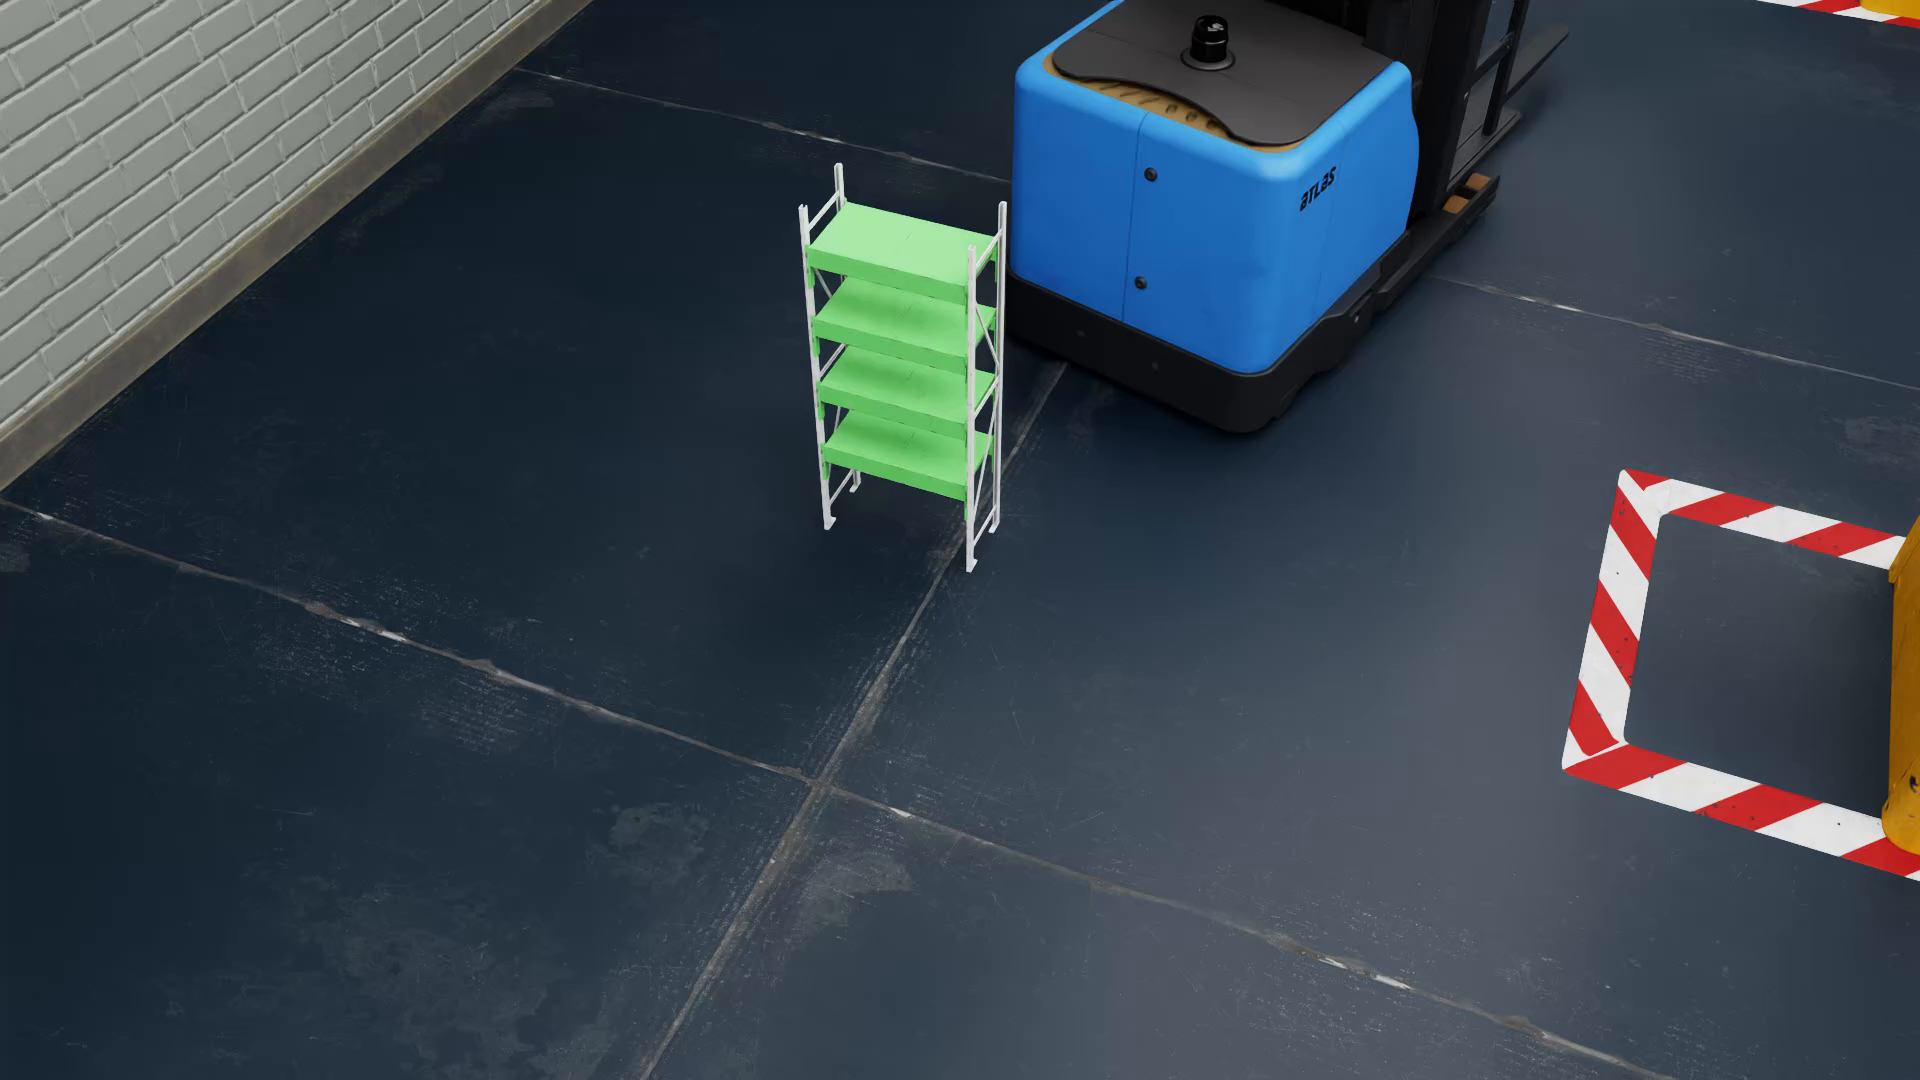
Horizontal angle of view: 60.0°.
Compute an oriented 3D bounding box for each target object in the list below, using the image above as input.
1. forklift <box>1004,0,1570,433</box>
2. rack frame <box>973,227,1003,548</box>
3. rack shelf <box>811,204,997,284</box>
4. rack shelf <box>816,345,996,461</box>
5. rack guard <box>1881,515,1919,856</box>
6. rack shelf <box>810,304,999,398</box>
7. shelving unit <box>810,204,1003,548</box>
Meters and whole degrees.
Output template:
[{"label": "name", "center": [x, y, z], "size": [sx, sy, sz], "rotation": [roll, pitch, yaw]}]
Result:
[{"label": "forklift", "center": [1.447, -2.387, 5.571], "size": [1.130, 2.935, 3.031], "rotation": [28, 51, 25]}, {"label": "rack frame", "center": [0.073, -0.405, 4.806], "size": [0.006, 1.046, 0.228], "rotation": [16, 47, 16]}, {"label": "rack shelf", "center": [-0.153, -0.803, 4.541], "size": [0.457, 0.021, 0.221], "rotation": [16, 47, 16]}, {"label": "rack shelf", "center": [-0.153, -0.425, 4.917], "size": [0.480, 0.148, 0.258], "rotation": [16, 47, 16]}, {"label": "rack guard", "center": [2.841, 0.299, 4.595], "size": [0.348, 0.500, 1.175], "rotation": [16, 47, 16]}, {"label": "rack shelf", "center": [-0.153, -0.595, 4.748], "size": [0.480, 0.148, 0.258], "rotation": [16, 47, 16]}, {"label": "shelving unit", "center": [-0.149, -0.469, 4.871], "size": [0.487, 1.046, 0.258], "rotation": [16, 47, 16]}]
